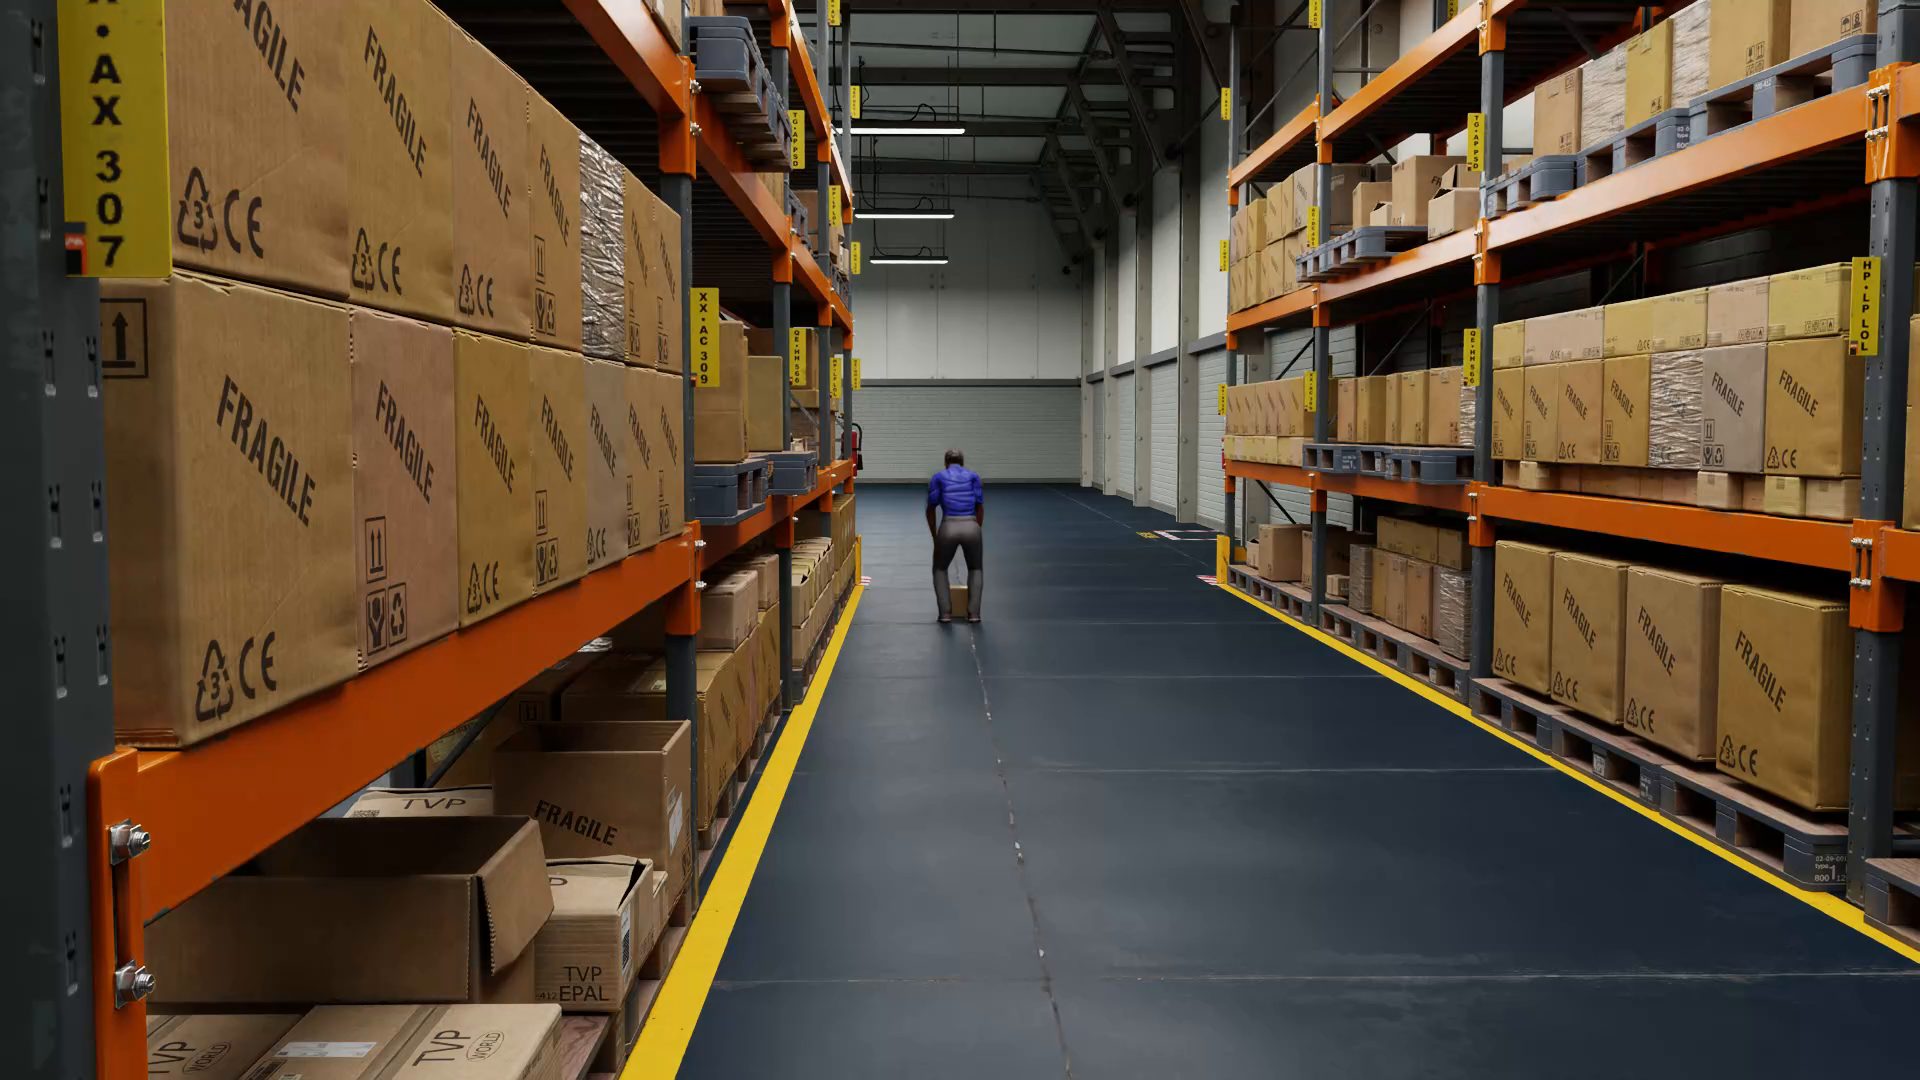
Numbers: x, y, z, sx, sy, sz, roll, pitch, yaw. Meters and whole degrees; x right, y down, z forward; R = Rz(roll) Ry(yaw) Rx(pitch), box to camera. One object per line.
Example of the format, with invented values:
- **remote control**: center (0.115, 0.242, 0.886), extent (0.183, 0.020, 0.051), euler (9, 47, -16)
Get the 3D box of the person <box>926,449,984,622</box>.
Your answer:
- **person**: center (-0.042, -0.032, 14.045), extent (0.490, 1.465, 0.556), euler (0, 4, -1)
